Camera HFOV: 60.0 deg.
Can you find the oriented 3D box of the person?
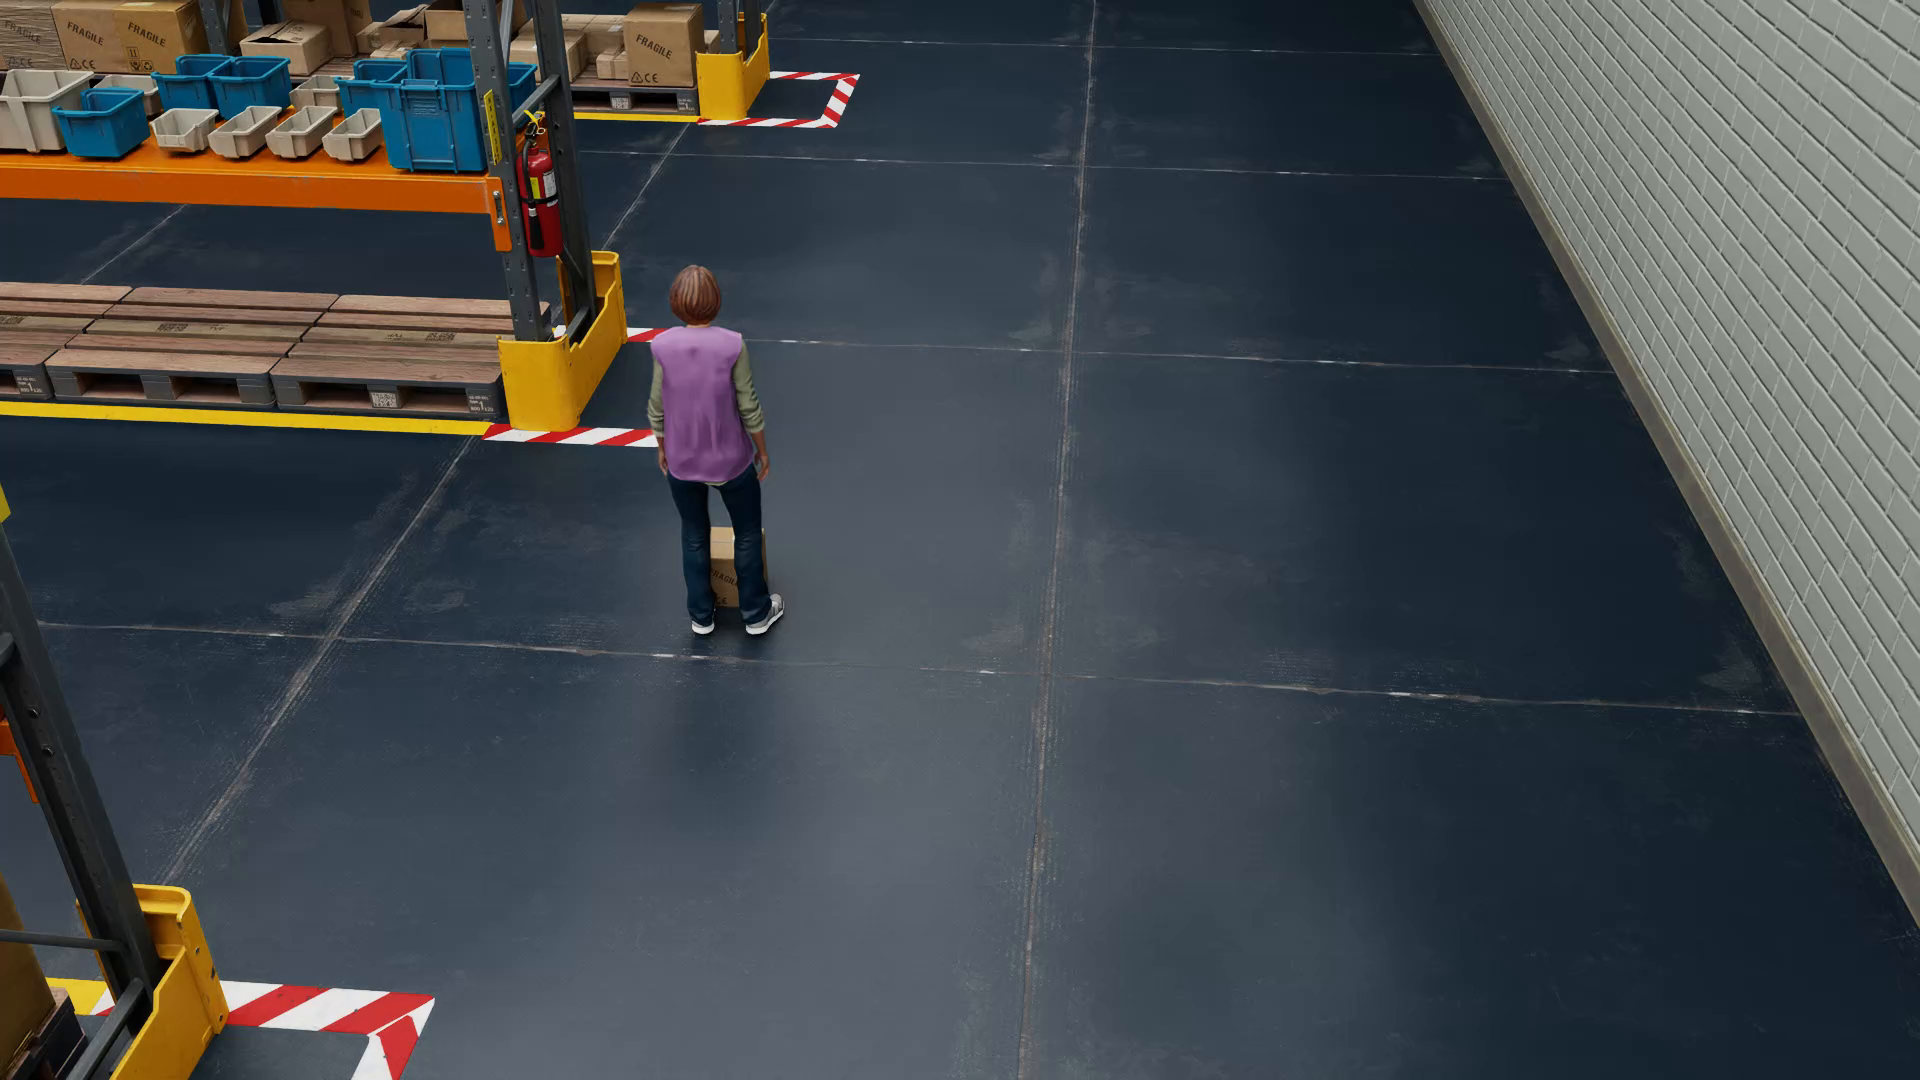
[{"bbox_3d":[-0.994,-0.320,6.652,0.461,1.593,0.343,3,33,4],"label":"person"}]
